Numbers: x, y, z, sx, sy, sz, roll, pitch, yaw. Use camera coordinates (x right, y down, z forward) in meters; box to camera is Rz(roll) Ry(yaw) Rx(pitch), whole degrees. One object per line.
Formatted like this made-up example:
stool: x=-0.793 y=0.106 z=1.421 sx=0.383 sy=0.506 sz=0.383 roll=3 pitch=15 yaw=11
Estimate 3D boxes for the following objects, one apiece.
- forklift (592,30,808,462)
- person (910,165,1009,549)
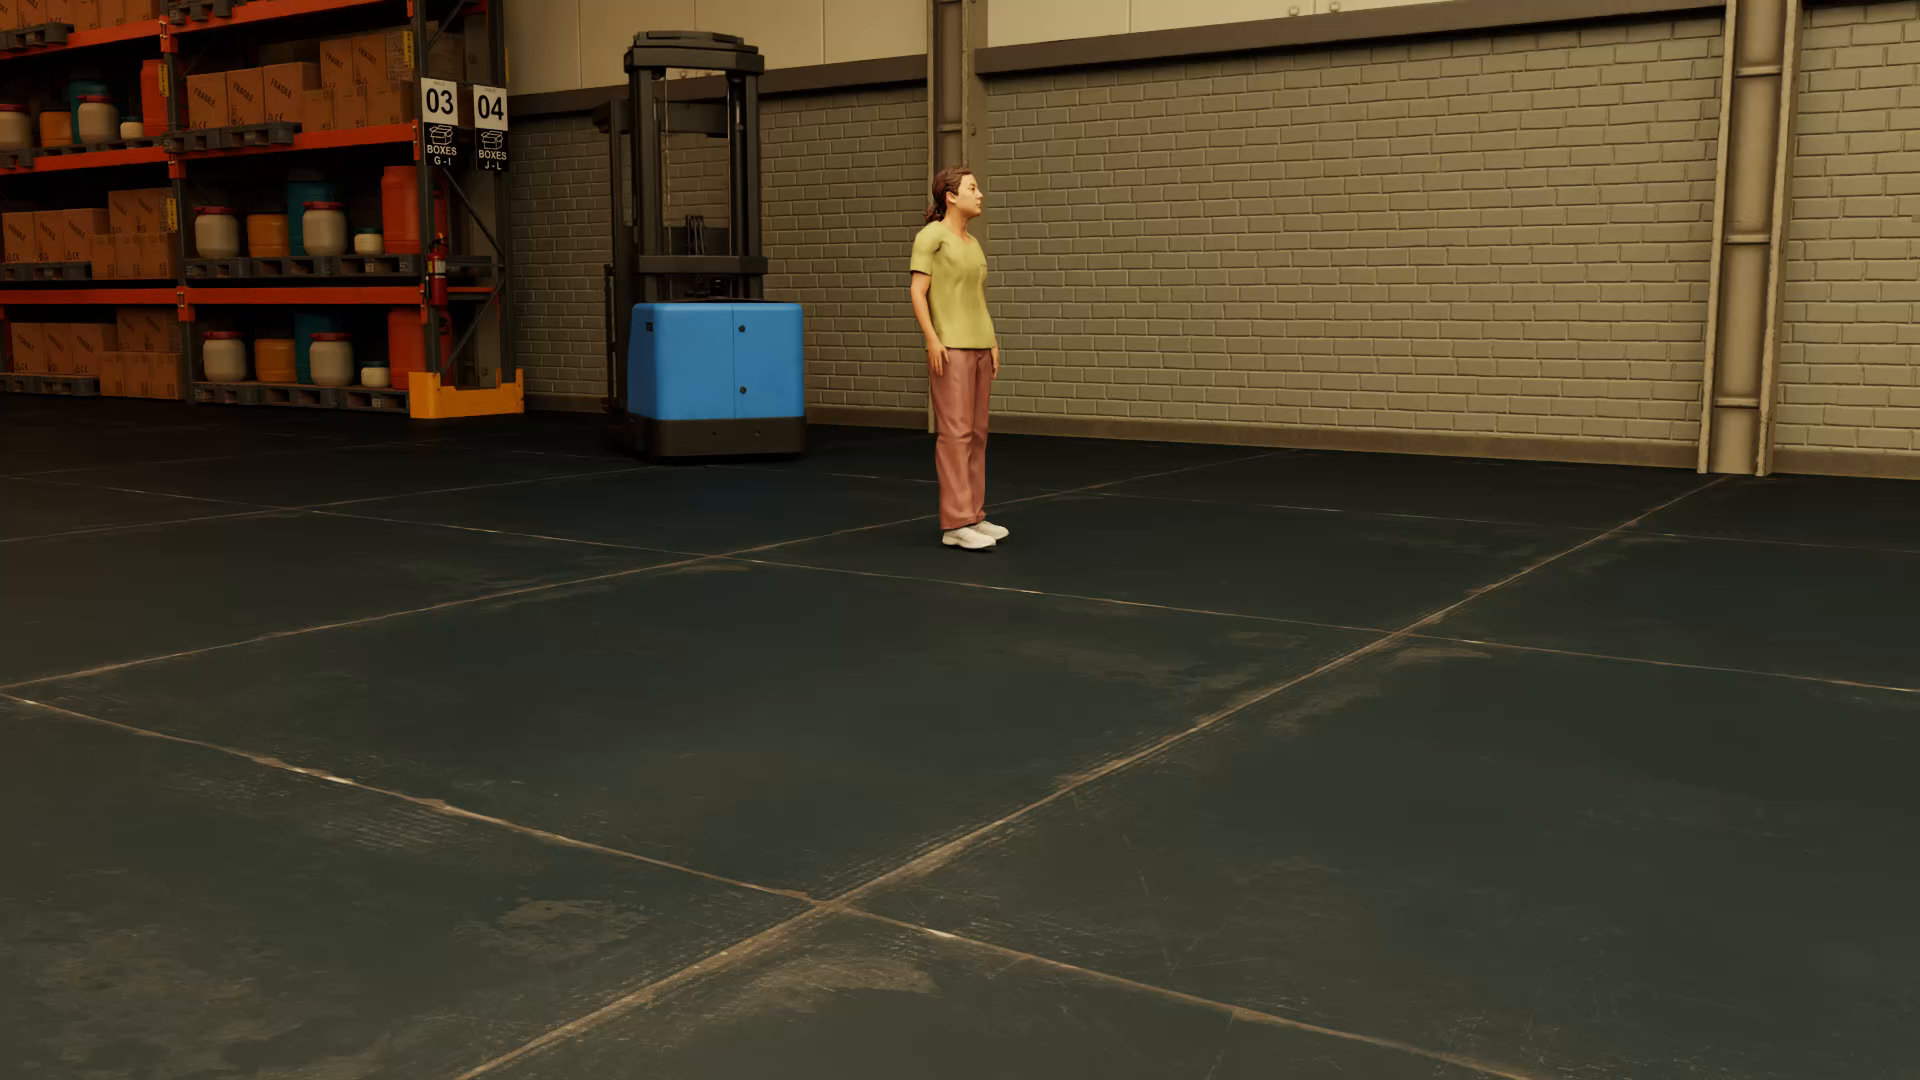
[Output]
forklift: x=-2.068 y=-2.148 z=12.302 sx=1.130 sy=2.935 sz=3.031 roll=-3 pitch=9 yaw=-22
person: x=0.055 y=-0.830 z=7.434 sx=0.548 sy=1.673 sz=0.553 roll=5 pitch=10 yaw=34
